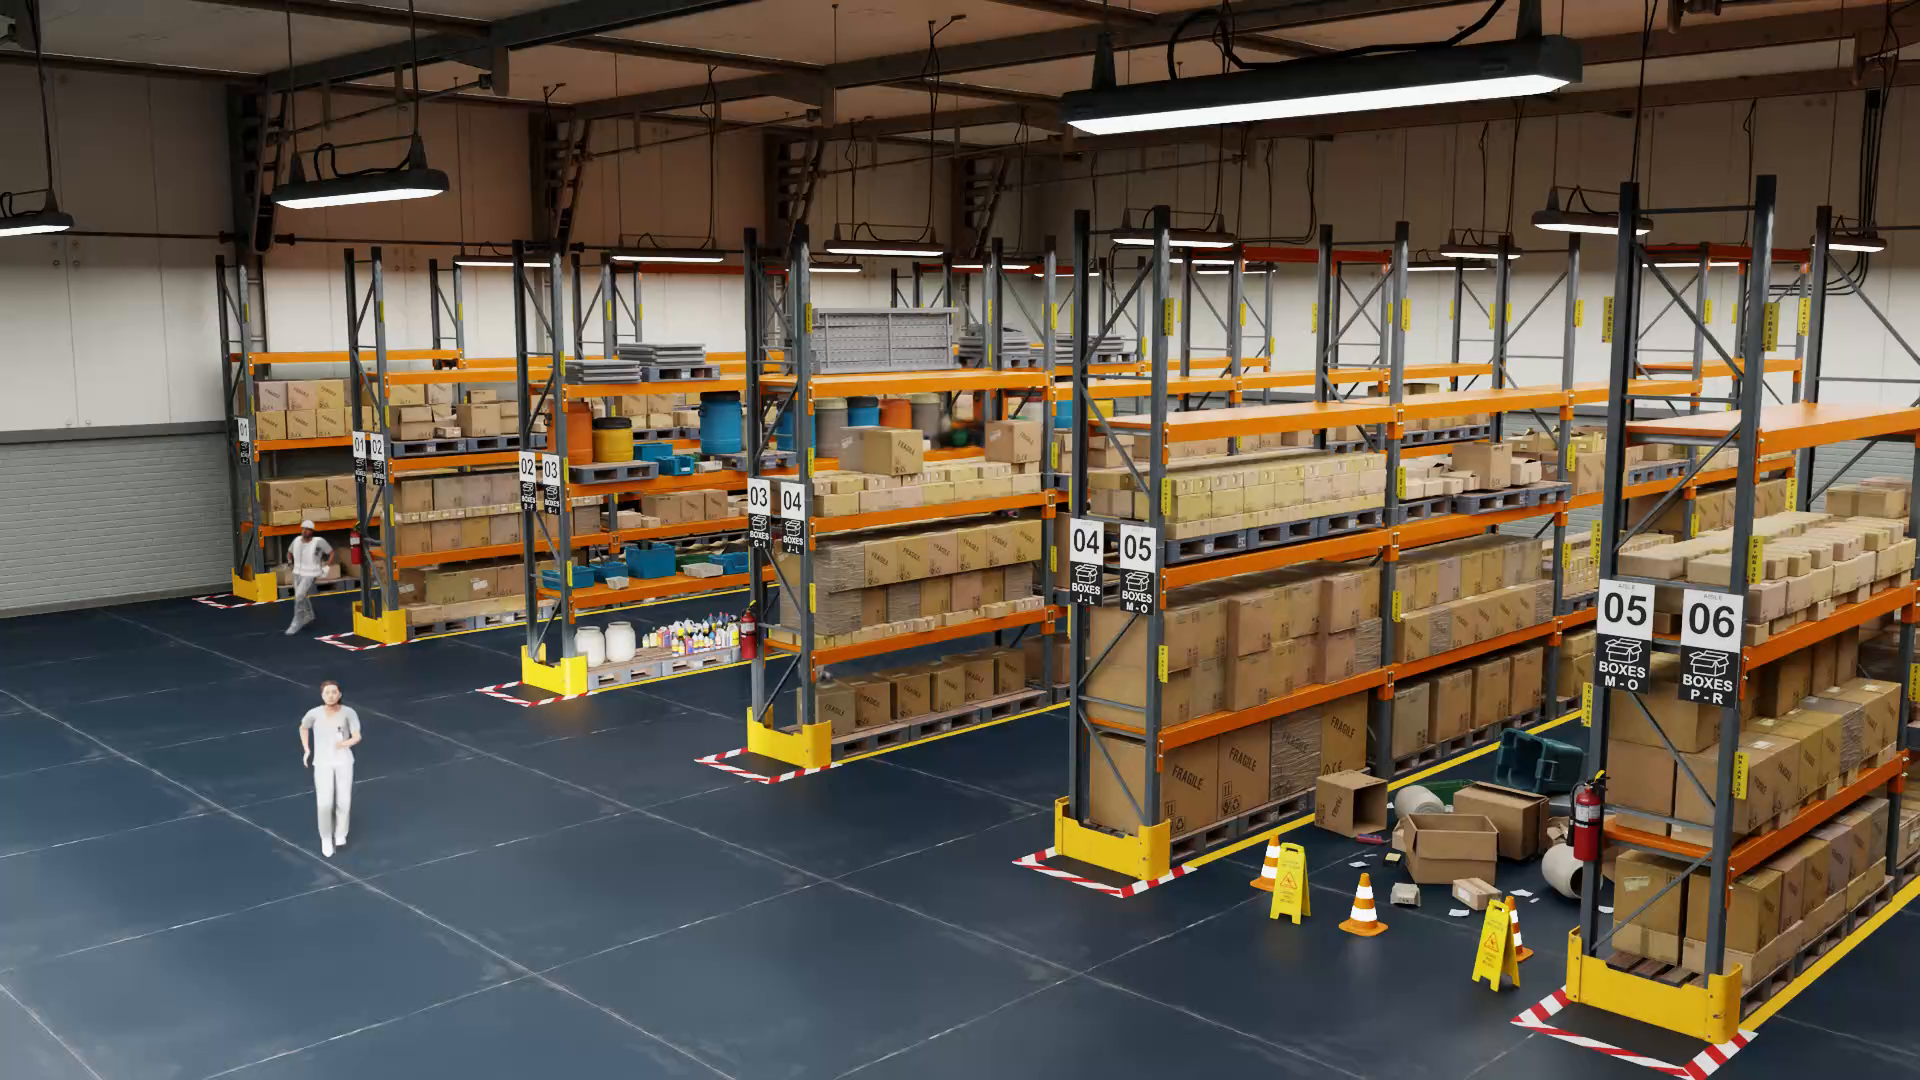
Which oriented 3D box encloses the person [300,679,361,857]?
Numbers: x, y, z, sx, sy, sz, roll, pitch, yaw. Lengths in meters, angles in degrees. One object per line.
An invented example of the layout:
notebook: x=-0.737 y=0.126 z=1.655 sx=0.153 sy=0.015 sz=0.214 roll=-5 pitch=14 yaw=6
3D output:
person: x=-5.900 y=2.136 z=15.633 sx=0.535 sy=1.671 sz=0.685 roll=-3 pitch=9 yaw=-22

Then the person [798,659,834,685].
person: x=-1.775 y=1.323 z=21.189 sx=0.645 sy=1.736 sz=0.636 roll=7 pitch=10 yaw=39

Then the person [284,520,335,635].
person: x=-10.336 y=0.576 z=26.316 sx=0.741 sy=1.804 sz=0.807 roll=3 pitch=9 yaw=18
